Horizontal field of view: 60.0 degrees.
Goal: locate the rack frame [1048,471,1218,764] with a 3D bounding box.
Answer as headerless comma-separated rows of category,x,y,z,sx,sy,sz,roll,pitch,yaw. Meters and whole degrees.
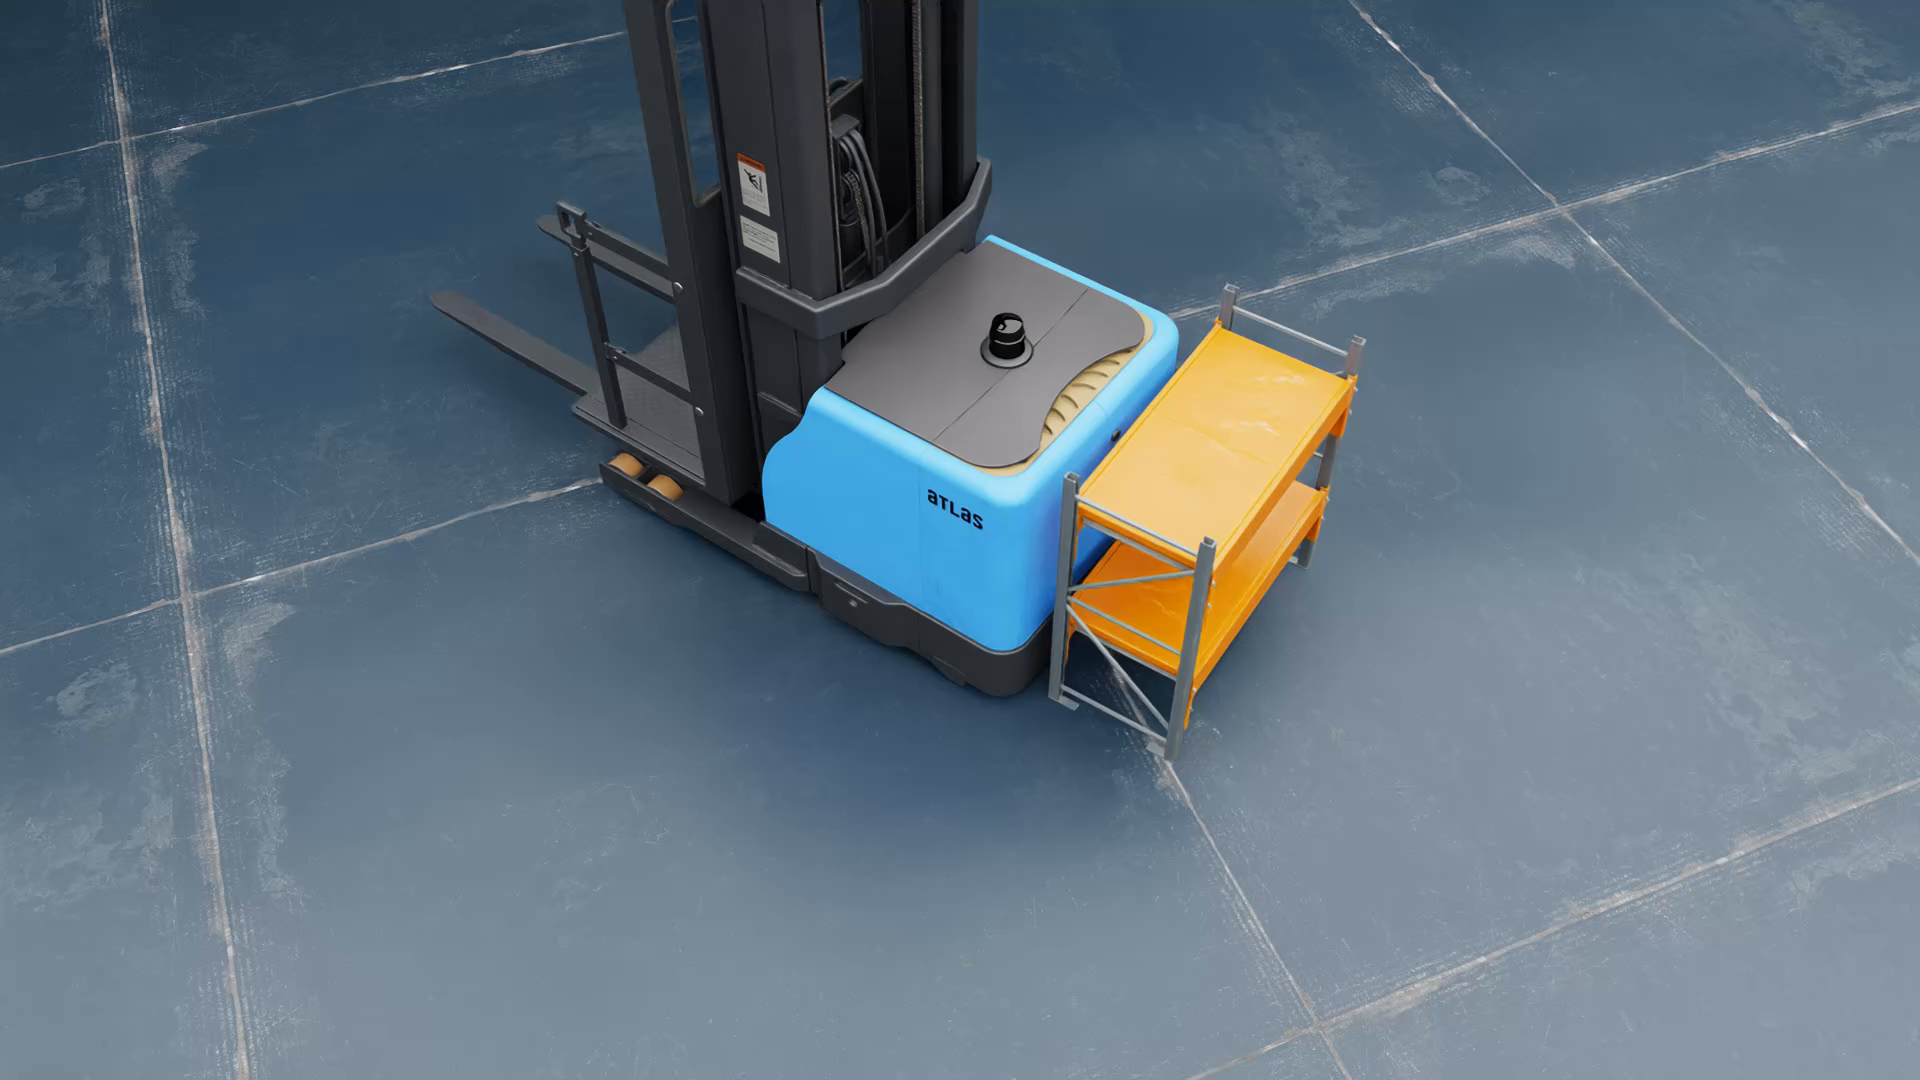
rack frame,0.522,0.275,5.272,0.500,1.125,0.032,27,54,21

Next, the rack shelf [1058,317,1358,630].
rack shelf,0.803,-0.237,5.326,0.538,0.278,1.000,27,54,21

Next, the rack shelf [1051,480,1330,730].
rack shelf,0.803,0.113,5.734,0.538,0.278,1.000,27,54,21

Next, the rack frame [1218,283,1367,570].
rack frame,1.084,-0.368,5.825,0.500,1.125,0.032,27,54,21

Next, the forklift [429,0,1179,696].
forklift,-0.755,-1.334,5.464,3.031,2.935,1.130,29,55,22

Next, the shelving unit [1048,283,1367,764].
shelving unit,0.803,-0.047,5.548,0.538,1.125,1.048,27,54,21
